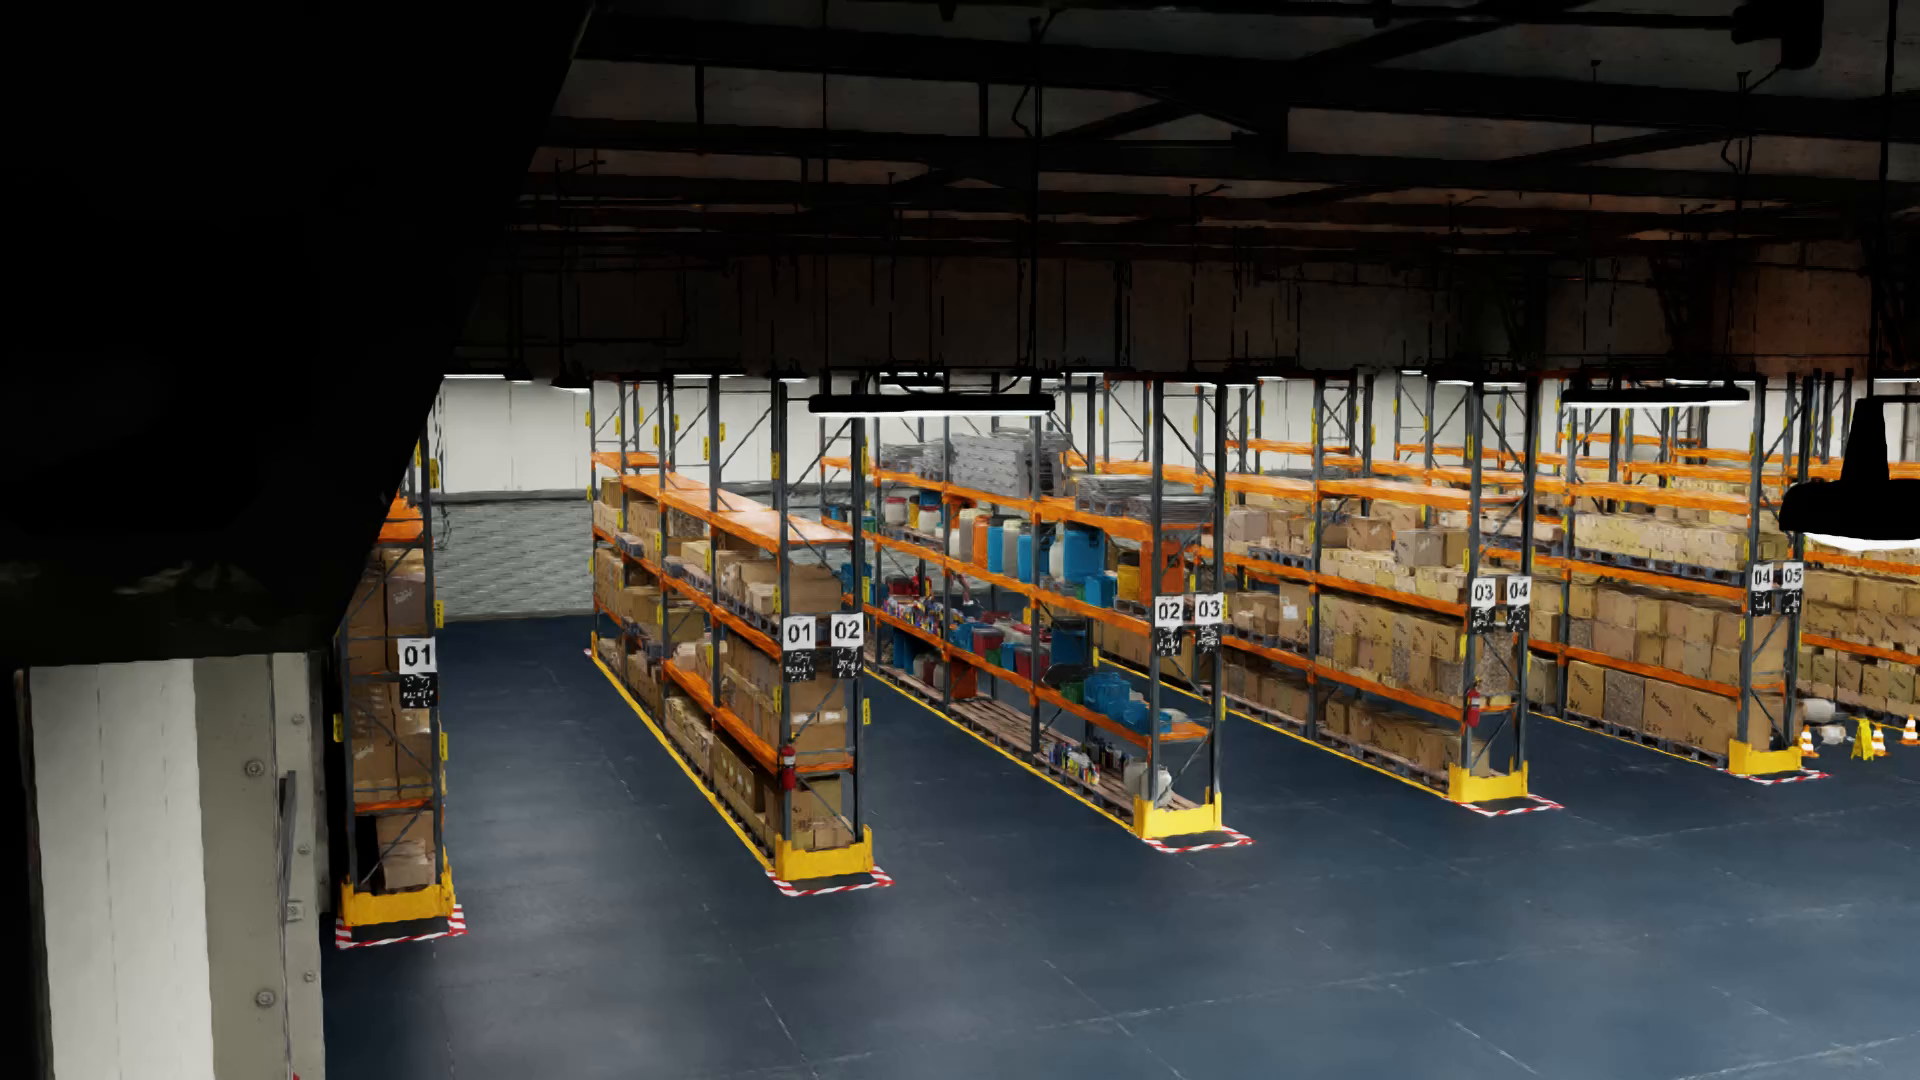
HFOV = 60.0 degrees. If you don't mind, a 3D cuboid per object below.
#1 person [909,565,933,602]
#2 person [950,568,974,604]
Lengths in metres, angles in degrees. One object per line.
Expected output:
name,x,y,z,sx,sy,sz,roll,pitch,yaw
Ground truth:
person,-0.881,1.381,36.891,0.554,1.669,1.040,-3,7,-21
person,-0.091,0.842,41.980,0.600,1.620,0.751,-6,9,-41
